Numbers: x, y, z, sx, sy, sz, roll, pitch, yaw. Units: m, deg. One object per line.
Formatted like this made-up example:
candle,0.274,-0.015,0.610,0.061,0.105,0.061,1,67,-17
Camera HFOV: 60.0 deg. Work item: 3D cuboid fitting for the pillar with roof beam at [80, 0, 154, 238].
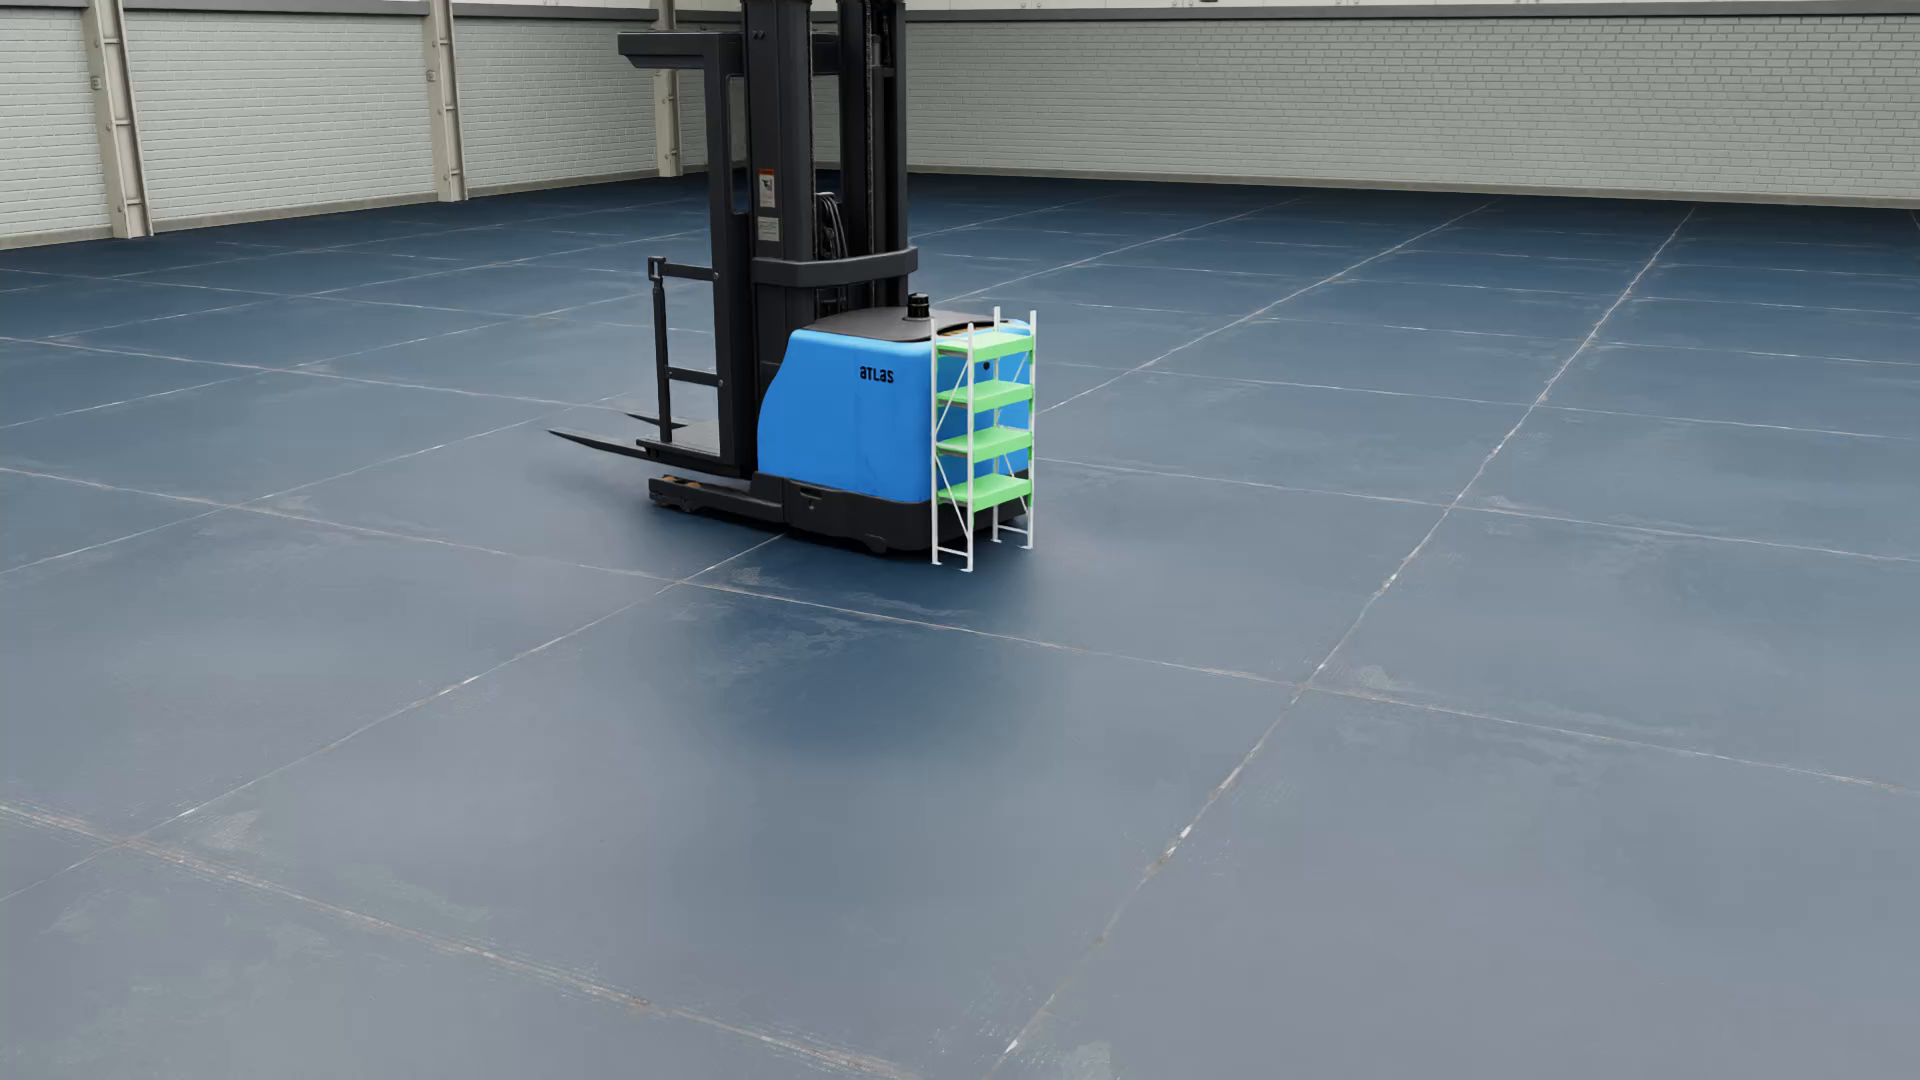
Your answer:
pillar with roof beam,-7.151,-7.807,19.006,9.100,9.000,0.400,8,18,25

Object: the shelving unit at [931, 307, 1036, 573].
shelving unit,0.115,-0.495,8.082,0.258,1.200,0.503,13,21,37

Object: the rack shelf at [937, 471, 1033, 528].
rack shelf,0.115,-0.203,8.169,0.258,0.148,0.480,13,21,37

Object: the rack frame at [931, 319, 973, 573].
rack frame,-0.037,-0.440,7.899,0.240,1.200,0.015,13,21,37

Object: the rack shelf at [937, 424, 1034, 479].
rack shelf,0.115,-0.433,8.101,0.258,0.148,0.480,13,21,37

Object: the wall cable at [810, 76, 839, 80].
wall cable,-3.141,-10.505,33.543,3.097,2.526,0.112,8,18,25

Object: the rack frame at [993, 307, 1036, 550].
rack frame,0.267,-0.549,8.265,0.240,1.200,0.015,13,21,37

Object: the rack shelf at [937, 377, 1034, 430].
rack shelf,0.115,-0.664,8.032,0.258,0.148,0.480,13,21,37

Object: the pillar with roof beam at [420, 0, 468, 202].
pillar with roof beam,-4.470,-9.336,24.151,9.100,9.000,0.400,8,18,25

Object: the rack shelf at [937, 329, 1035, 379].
rack shelf,0.115,-0.894,7.964,0.258,0.148,0.480,13,21,37

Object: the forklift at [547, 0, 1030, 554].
forklift,-1.083,-1.656,8.953,3.031,2.935,1.130,13,21,37

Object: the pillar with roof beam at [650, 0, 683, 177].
pillar with roof beam,-1.789,-10.864,29.297,9.100,9.000,0.400,8,18,25
